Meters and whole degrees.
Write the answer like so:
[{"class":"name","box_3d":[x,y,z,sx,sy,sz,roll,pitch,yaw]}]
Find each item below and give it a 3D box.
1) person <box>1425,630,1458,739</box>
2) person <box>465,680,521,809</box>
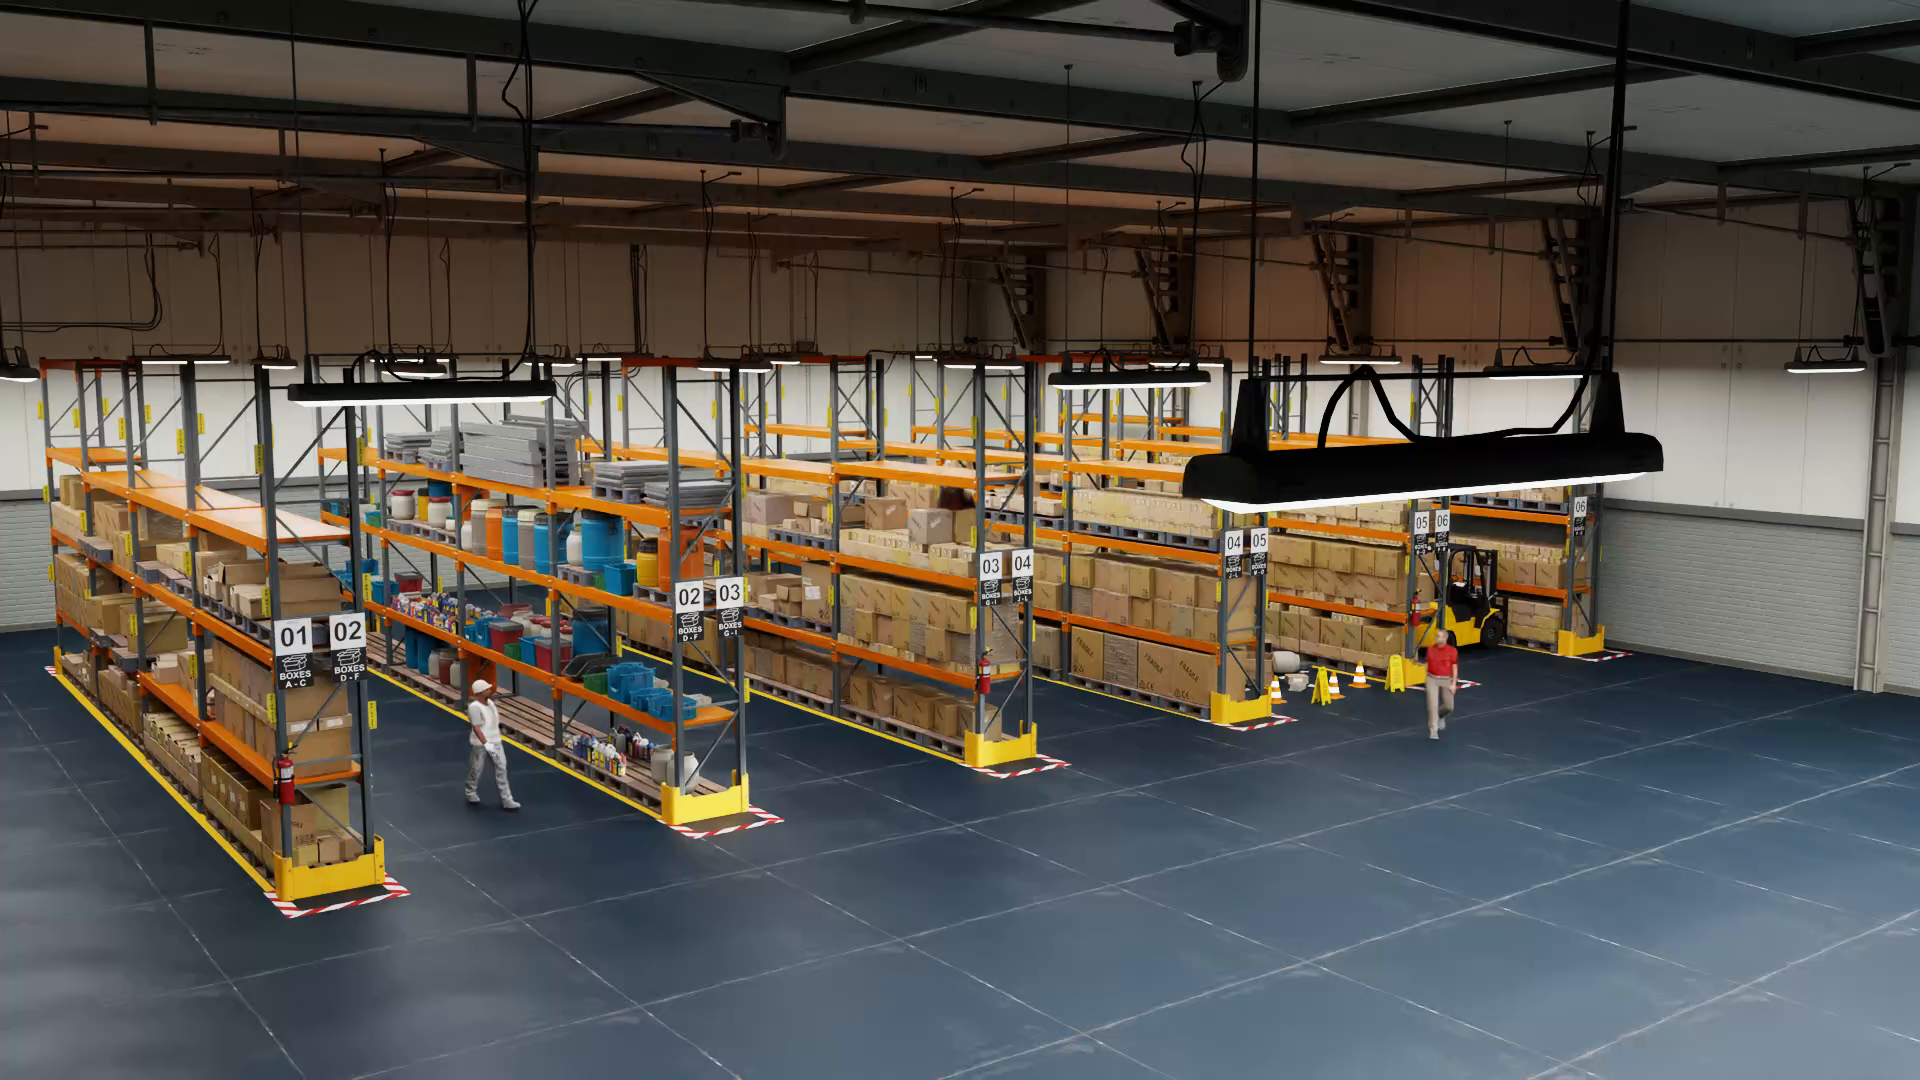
[{"class":"person","box_3d":[7.677,2.282,26.587,0.493,1.707,0.707,0,7,3]},{"class":"person","box_3d":[-6.400,2.759,22.498,0.486,1.735,1.009,-7,9,-43]}]
